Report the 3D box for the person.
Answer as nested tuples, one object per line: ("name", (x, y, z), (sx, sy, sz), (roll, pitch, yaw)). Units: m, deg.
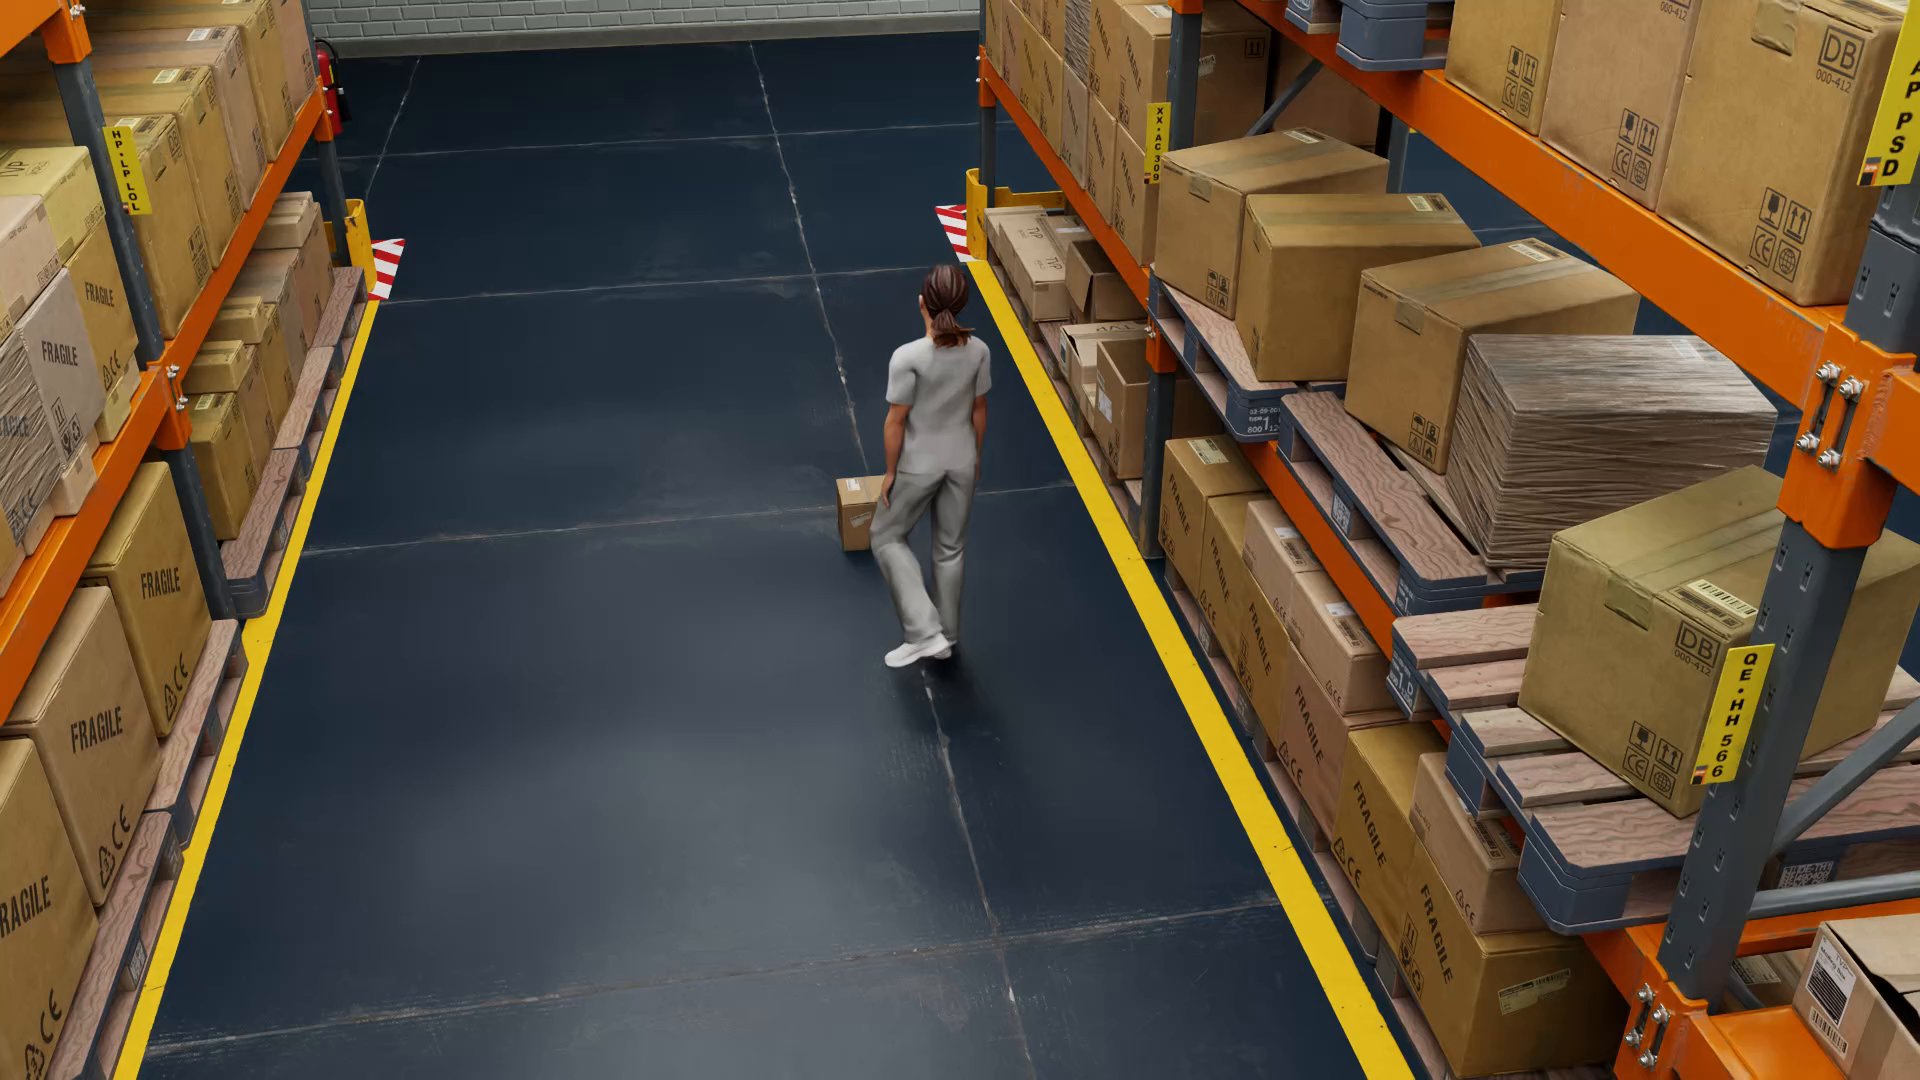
("person", (-0.088, -0.251, 6.511), (0.498, 1.666, 0.459), (-11, 32, -18))
